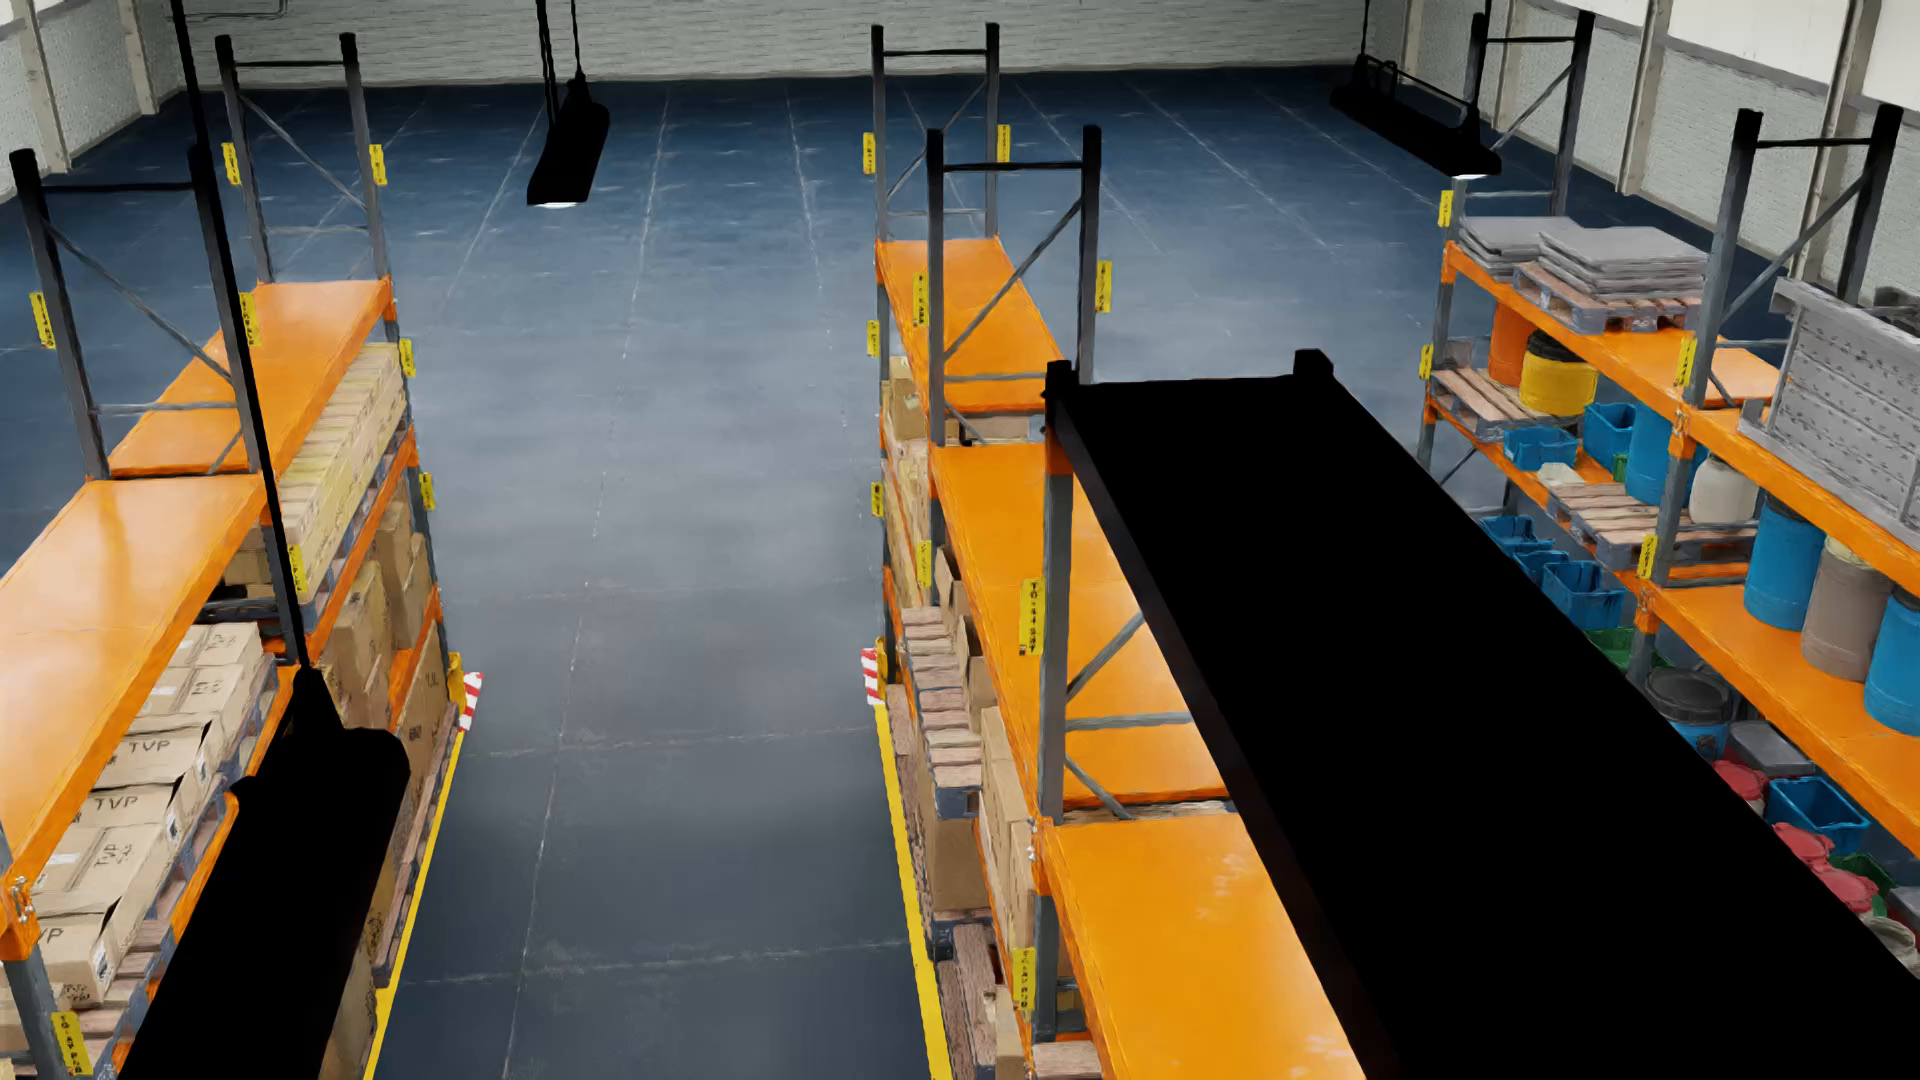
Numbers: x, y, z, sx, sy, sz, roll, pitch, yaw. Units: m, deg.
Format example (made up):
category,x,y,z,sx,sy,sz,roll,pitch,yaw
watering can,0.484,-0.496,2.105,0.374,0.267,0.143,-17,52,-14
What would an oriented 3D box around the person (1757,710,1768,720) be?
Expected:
category,x,y,z,sx,sy,sz,roll,pitch,yaw
person,6.599,1.461,13.457,0.573,1.691,1.121,-2,26,-4
